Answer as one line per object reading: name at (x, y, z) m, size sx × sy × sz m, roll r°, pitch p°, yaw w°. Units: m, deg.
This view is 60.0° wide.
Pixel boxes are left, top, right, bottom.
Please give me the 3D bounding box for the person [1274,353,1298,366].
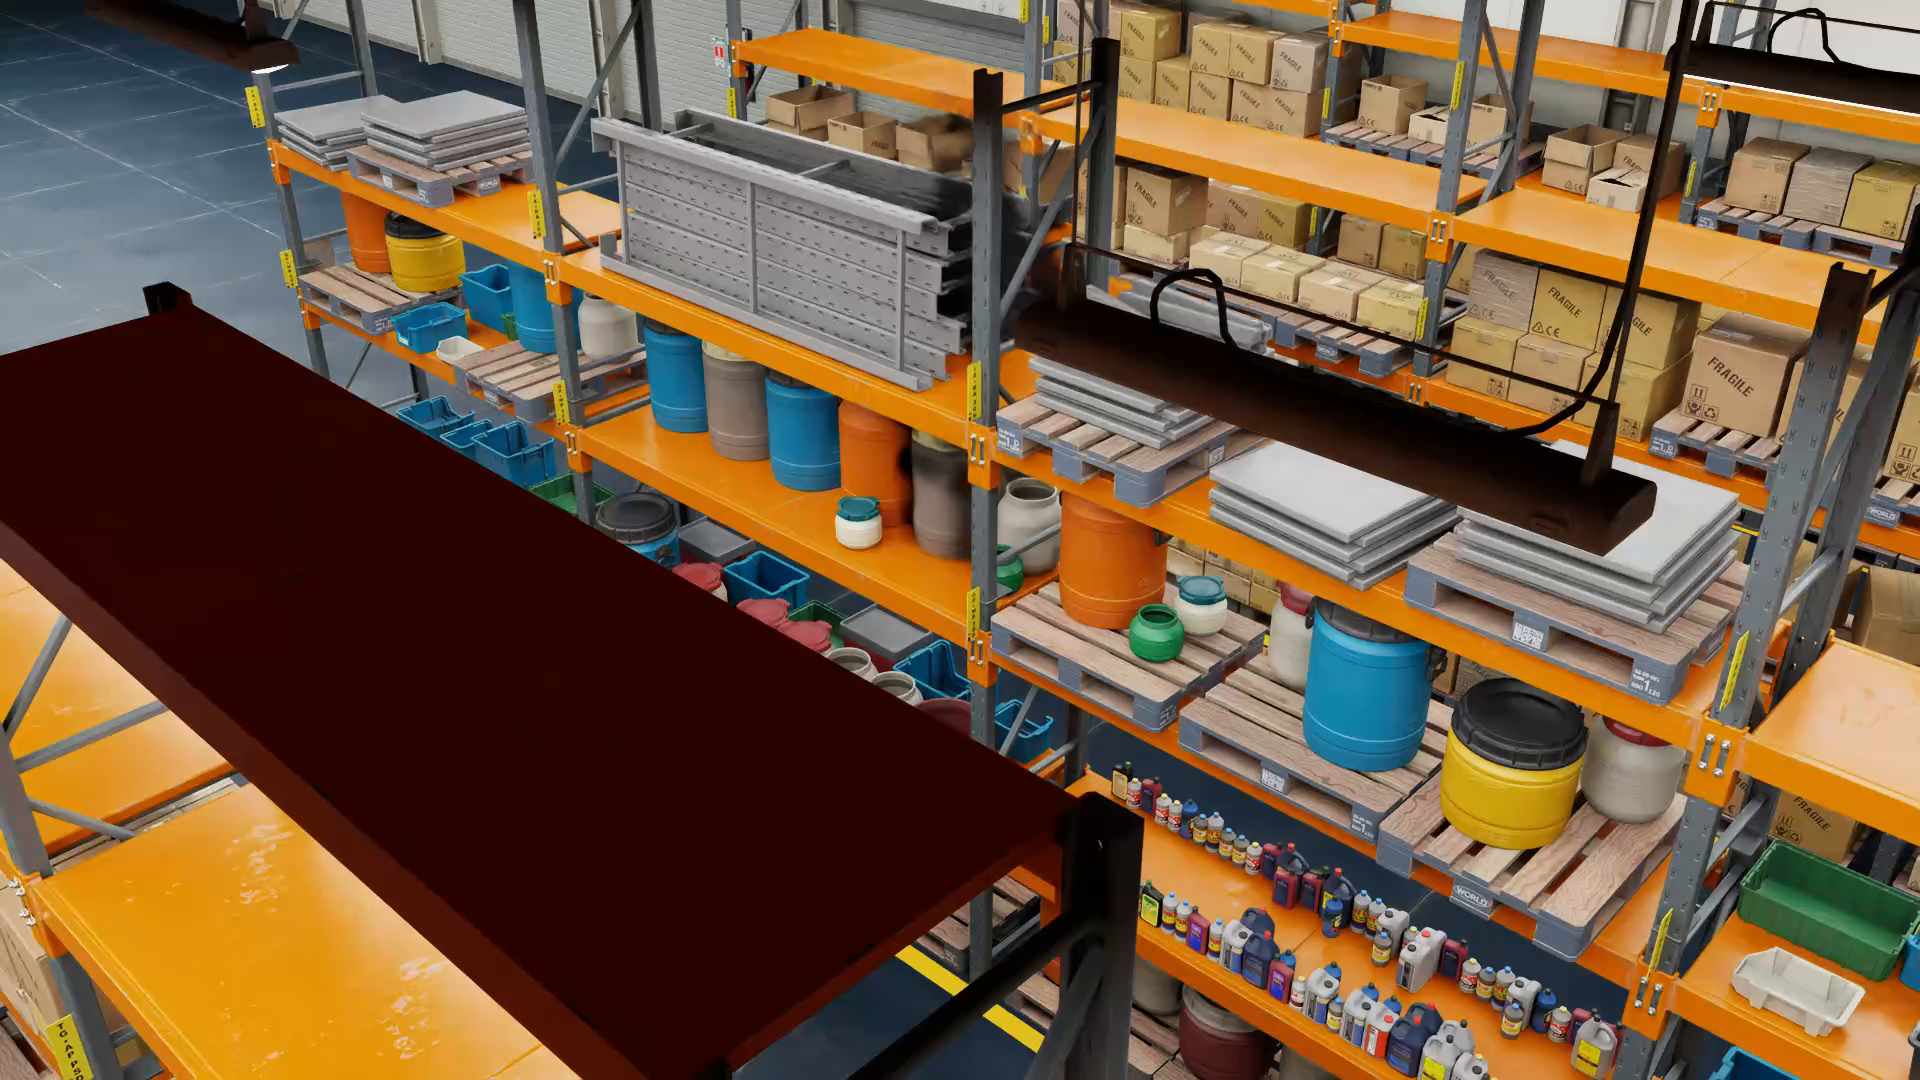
person at (3.386, -1.707, 17.433) m, size 1.038 × 1.801 × 0.705 m, roll 19°, pitch 34°, yaw 30°
